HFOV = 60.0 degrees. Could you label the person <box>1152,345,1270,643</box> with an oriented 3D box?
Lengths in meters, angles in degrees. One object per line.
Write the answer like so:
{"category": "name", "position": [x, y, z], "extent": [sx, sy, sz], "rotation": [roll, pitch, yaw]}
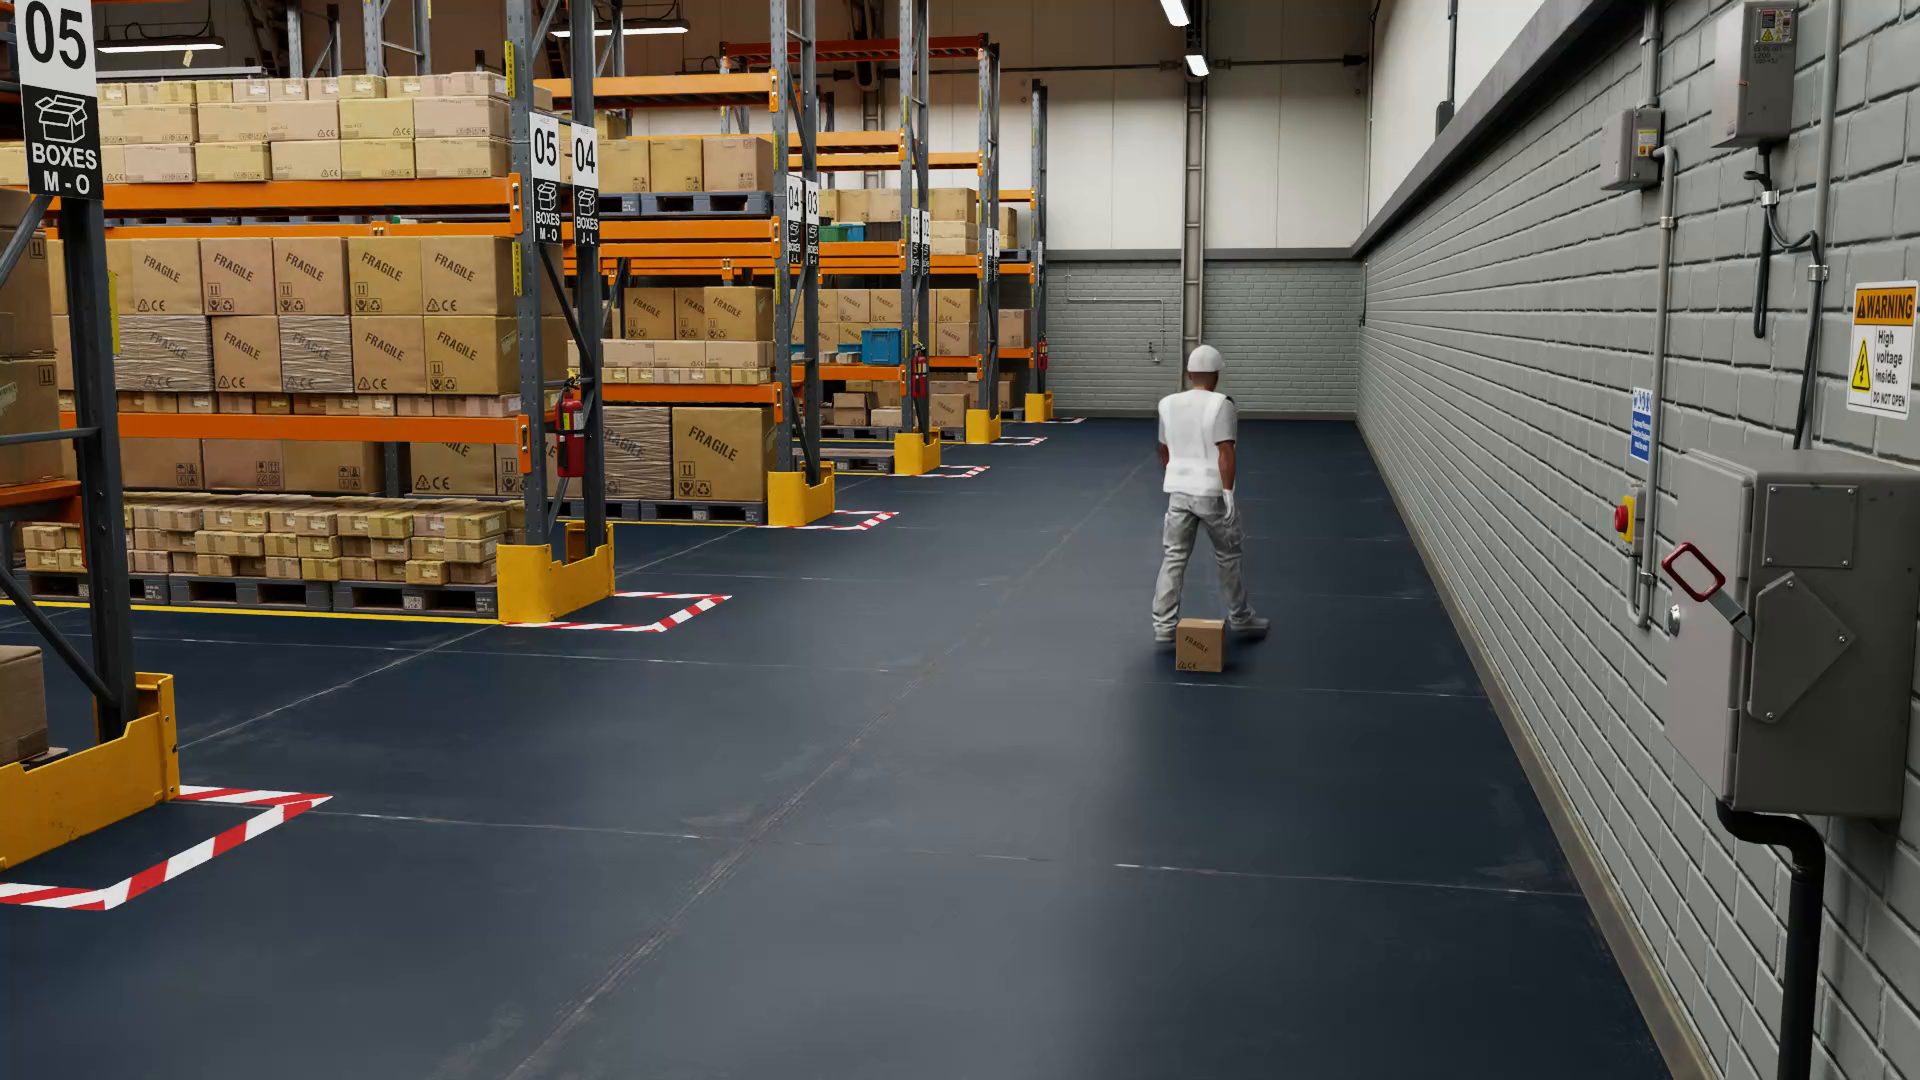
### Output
{"category": "person", "position": [1.467, -0.289, 9.930], "extent": [0.586, 1.741, 0.914], "rotation": [5, 9, 34]}
